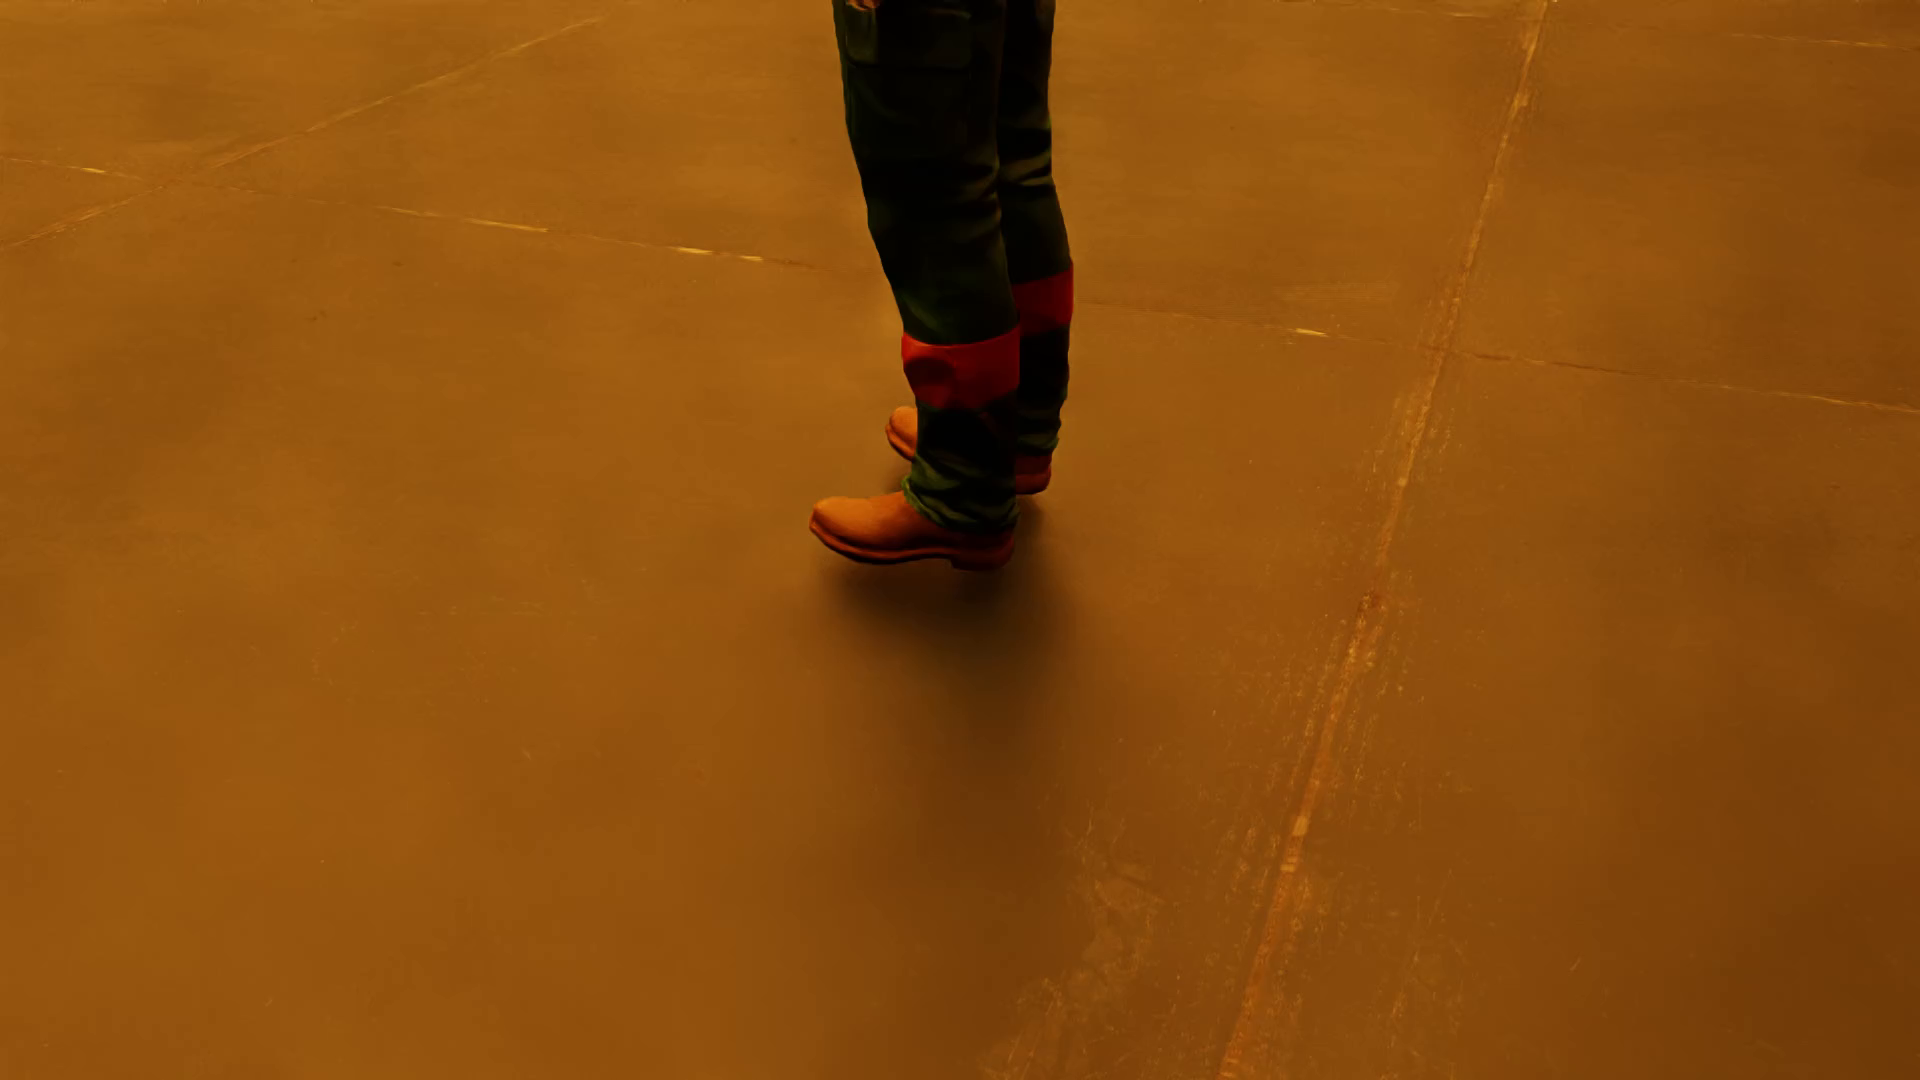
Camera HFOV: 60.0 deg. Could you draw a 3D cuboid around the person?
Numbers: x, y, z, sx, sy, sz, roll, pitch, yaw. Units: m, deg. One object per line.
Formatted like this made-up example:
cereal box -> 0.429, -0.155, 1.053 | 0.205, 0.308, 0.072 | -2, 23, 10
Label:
person -> -0.020, -0.817, 2.044 | 0.349, 1.795, 0.540 | 10, 31, 18
